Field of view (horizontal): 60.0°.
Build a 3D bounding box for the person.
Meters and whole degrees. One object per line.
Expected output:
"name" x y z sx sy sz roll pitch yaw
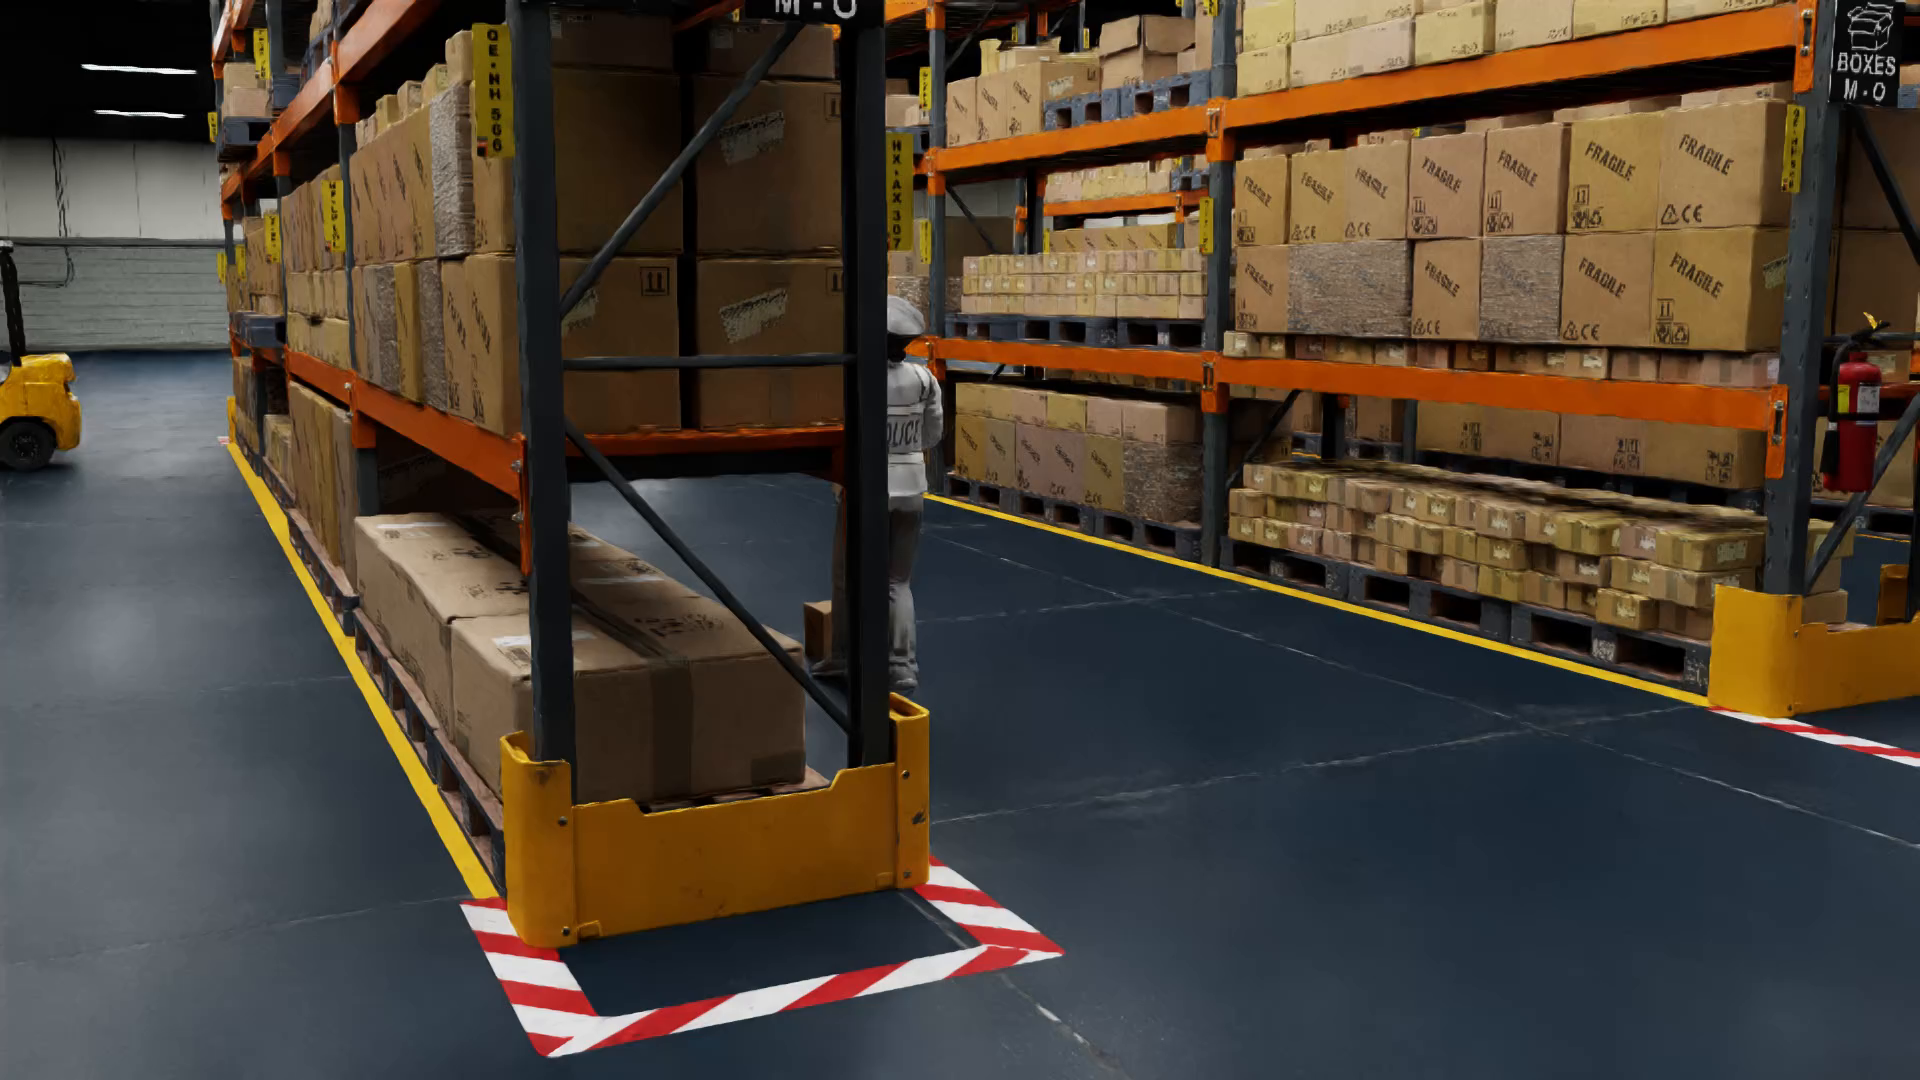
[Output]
"person" -0.371 -0.190 7.004 0.578 1.678 0.781 -4 9 -23
